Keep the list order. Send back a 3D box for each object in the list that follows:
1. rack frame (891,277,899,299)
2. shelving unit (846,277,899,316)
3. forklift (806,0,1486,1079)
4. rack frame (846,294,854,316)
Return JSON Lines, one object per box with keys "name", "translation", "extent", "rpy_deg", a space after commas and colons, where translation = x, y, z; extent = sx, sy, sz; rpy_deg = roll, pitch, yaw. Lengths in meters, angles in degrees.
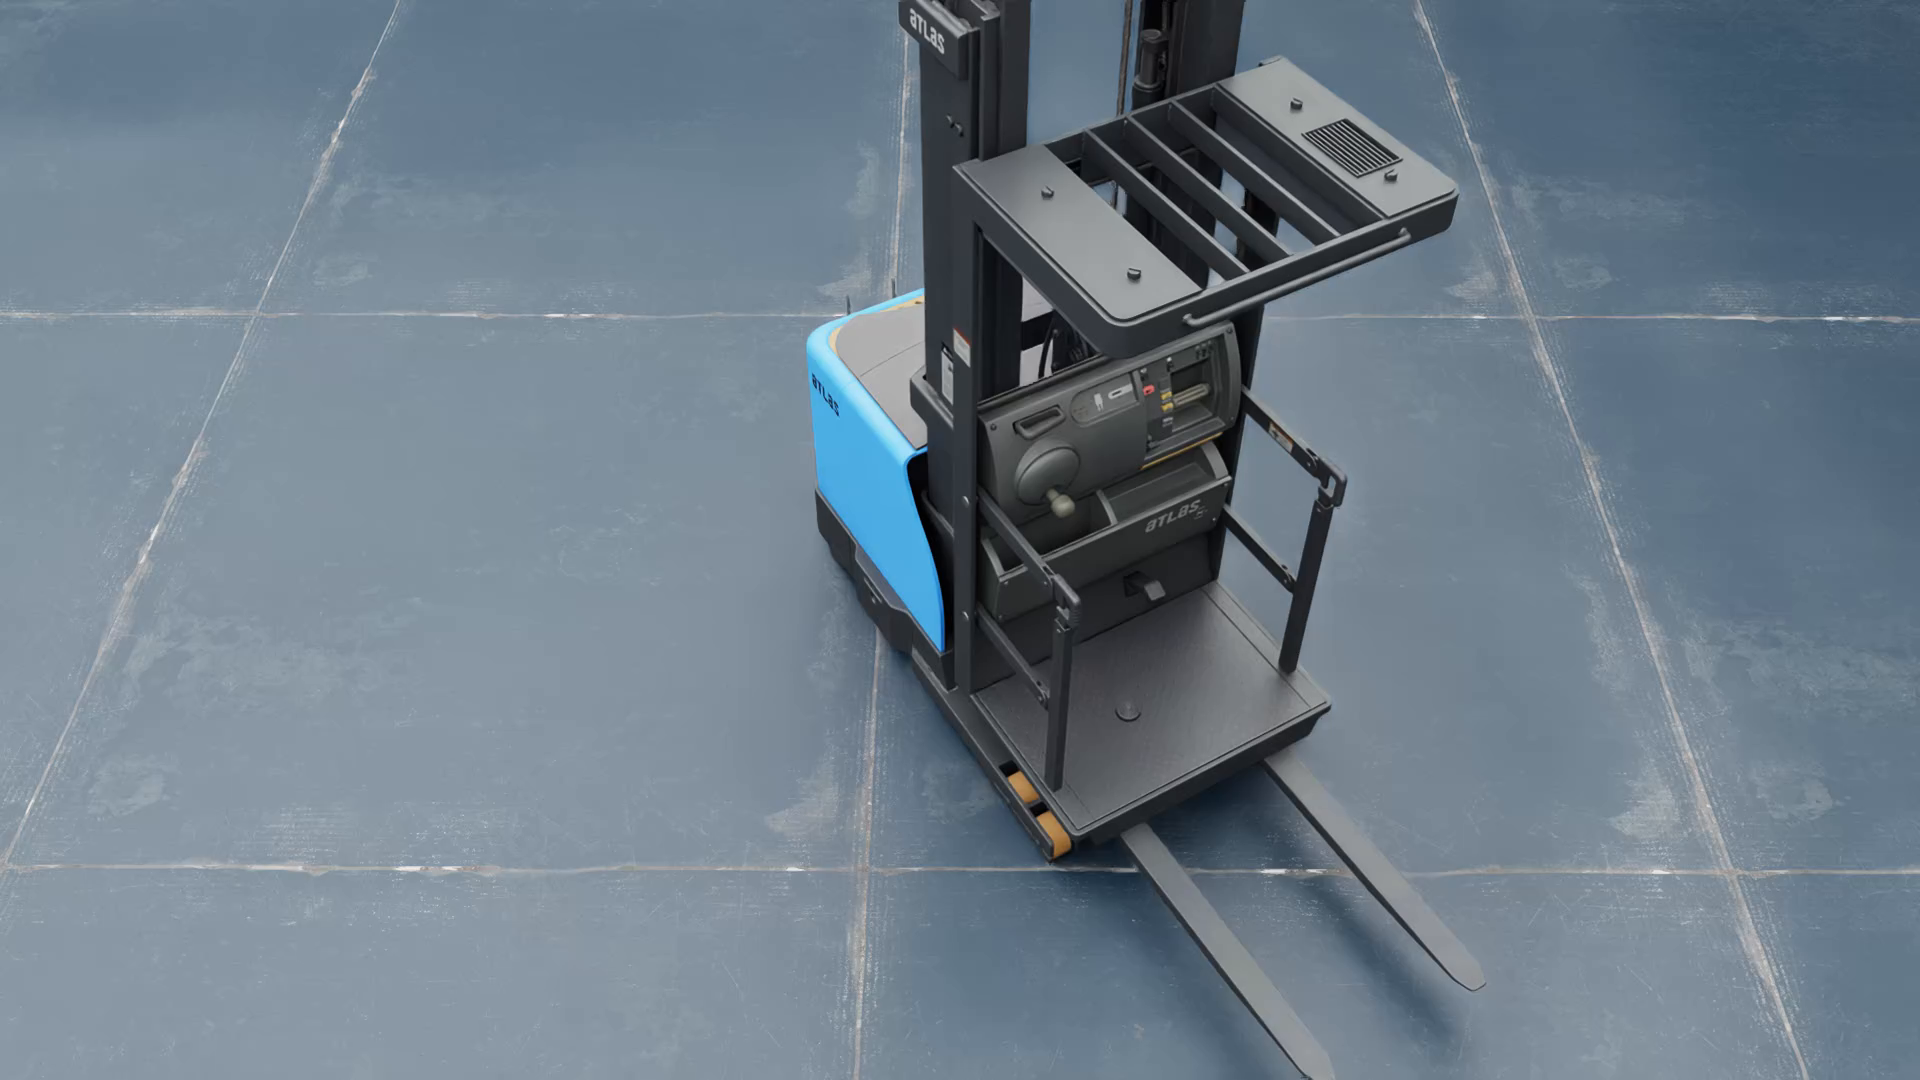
{"name": "rack frame", "translation": [-0.207, -0.656, 6.826], "extent": [0.006, 0.900, 0.240], "rpy_deg": [-23, 51, -20]}
{"name": "shelving unit", "translation": [-0.295, -0.618, 6.791], "extent": [0.210, 0.900, 0.258], "rpy_deg": [-23, 51, -20]}
{"name": "forklift", "translation": [0.602, -0.284, 5.092], "extent": [1.130, 2.935, 3.031], "rpy_deg": [-23, 51, -20]}
{"name": "rack frame", "translation": [-0.383, -0.580, 6.756], "extent": [0.006, 0.900, 0.240], "rpy_deg": [-23, 51, -20]}
